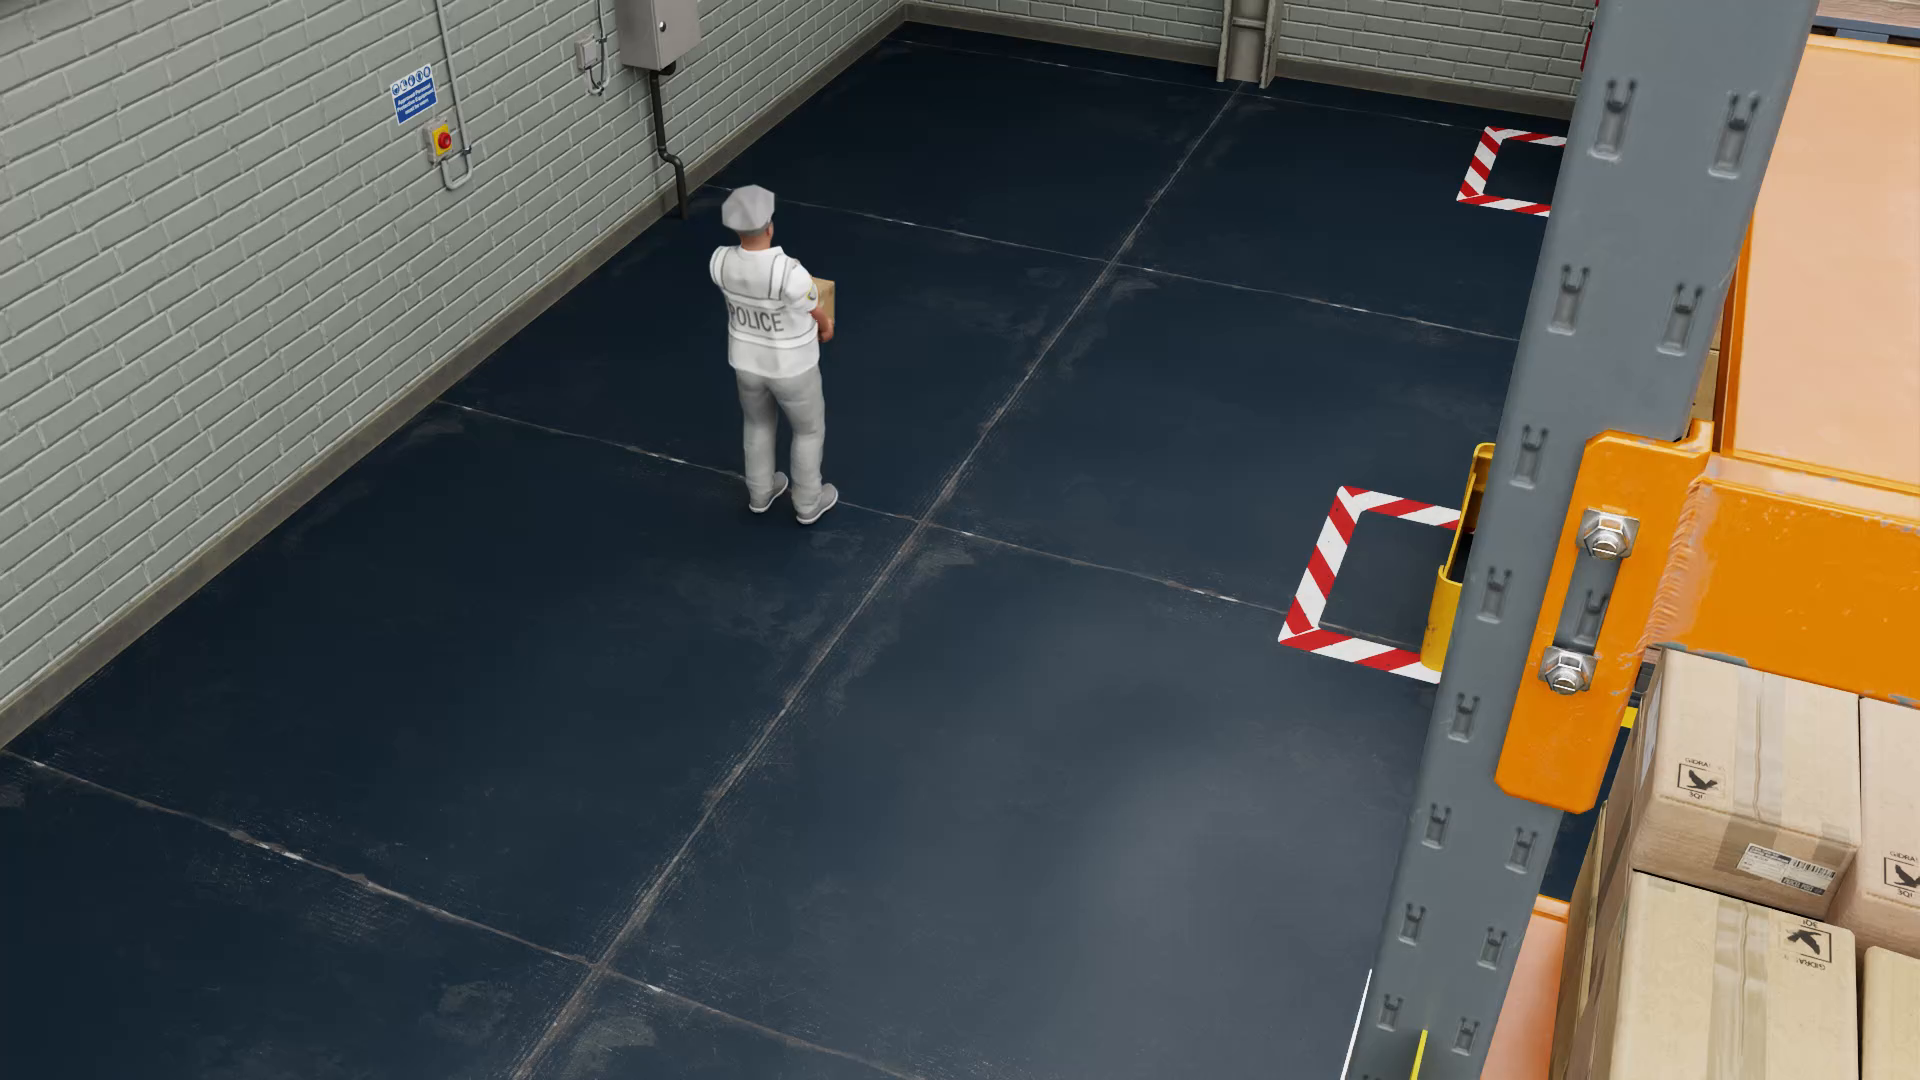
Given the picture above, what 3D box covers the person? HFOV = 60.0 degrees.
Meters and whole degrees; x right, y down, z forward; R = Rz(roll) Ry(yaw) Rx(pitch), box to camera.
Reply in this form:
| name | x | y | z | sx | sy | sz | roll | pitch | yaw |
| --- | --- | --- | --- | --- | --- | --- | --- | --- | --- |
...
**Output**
| name | x | y | z | sx | sy | sz | roll | pitch | yaw |
| --- | --- | --- | --- | --- | --- | --- | --- | --- | --- |
| person | -0.866 | -0.917 | 7.999 | 0.496 | 1.772 | 0.561 | 14 | 39 | 18 |
